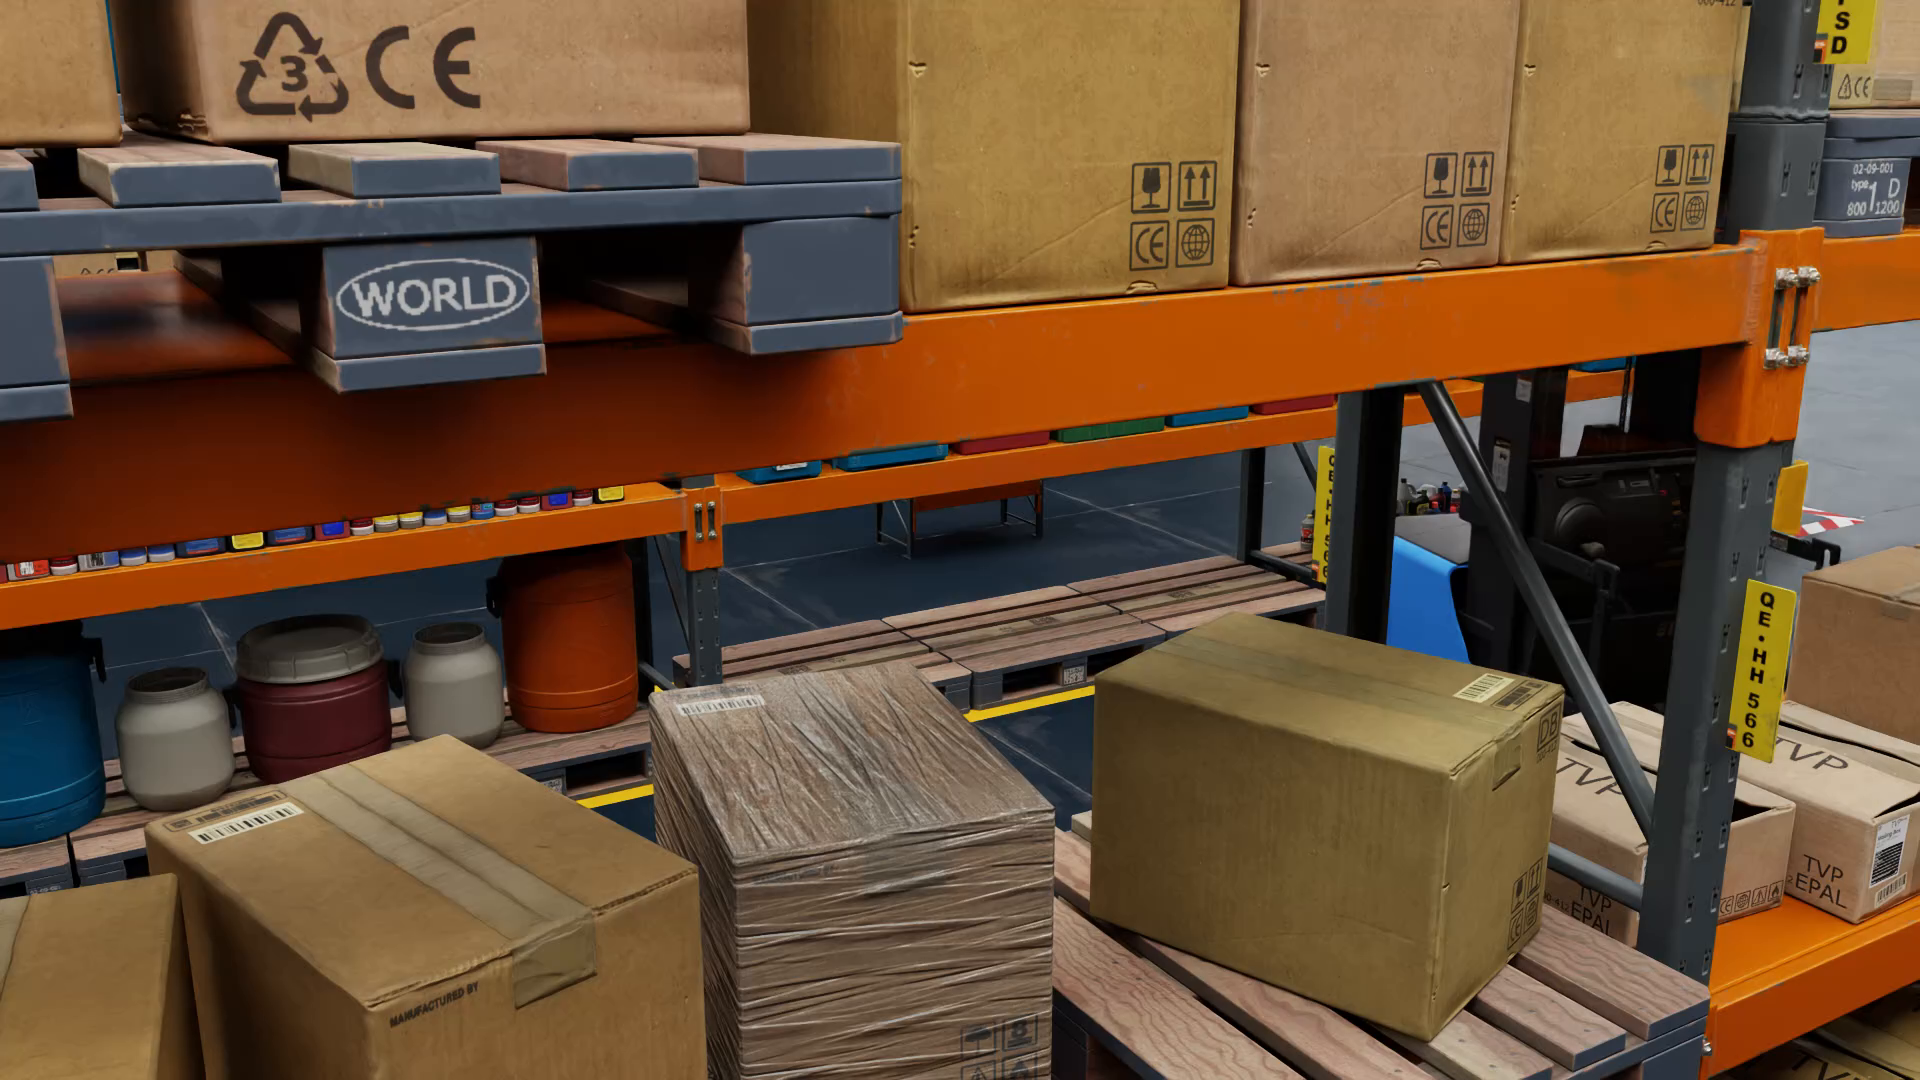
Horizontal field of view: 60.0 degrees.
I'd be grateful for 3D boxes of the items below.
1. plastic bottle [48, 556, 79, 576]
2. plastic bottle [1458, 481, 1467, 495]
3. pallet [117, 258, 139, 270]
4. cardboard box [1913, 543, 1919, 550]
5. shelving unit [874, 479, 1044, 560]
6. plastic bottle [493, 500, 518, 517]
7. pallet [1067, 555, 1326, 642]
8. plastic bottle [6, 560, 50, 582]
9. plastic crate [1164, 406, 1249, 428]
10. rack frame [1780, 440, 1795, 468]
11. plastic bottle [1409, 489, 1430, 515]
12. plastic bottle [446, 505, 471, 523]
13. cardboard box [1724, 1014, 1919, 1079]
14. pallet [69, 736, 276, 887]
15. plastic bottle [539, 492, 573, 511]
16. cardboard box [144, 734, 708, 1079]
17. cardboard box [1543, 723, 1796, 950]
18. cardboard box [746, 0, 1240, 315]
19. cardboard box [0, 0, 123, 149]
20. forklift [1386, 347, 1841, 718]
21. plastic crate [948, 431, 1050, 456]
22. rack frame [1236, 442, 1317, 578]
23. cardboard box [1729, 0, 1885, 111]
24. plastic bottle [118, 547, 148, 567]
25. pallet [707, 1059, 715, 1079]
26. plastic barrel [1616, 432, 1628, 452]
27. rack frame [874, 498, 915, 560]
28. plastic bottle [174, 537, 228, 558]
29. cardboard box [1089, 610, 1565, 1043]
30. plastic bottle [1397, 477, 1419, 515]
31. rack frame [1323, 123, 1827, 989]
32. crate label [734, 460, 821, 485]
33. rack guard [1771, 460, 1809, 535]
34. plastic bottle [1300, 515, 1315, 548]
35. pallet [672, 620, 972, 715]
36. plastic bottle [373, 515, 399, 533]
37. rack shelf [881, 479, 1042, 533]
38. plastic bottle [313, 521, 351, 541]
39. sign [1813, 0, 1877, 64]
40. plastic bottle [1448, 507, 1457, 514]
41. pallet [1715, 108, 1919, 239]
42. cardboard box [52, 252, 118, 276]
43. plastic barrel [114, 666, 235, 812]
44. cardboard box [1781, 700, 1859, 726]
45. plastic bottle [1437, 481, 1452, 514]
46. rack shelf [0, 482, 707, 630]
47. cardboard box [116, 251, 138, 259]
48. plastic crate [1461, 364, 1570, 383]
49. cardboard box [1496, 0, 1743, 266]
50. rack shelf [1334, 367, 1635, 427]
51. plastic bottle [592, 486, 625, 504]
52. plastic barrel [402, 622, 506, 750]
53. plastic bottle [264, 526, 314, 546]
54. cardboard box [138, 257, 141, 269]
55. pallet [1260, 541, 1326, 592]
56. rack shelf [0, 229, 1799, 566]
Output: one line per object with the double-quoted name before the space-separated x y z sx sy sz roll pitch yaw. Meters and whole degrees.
"plastic bottle" -3.320 0.023 6.139 0.097 0.201 0.097 0 16 0
"plastic bottle" 3.372 -0.283 11.101 0.097 0.271 0.097 0 16 0
"pallet" -8.085 -2.445 14.929 1.213 0.211 1.003 -9 18 -30
"cardboard box" 3.038 0.274 4.689 0.500 0.500 0.500 -9 18 -30
"shelving unit" -0.006 -0.541 11.255 1.048 1.125 0.538 -9 18 -30
"plastic bottle" -1.908 -0.206 6.956 0.097 0.201 0.097 0 16 0
"pallet" 1.385 0.391 9.625 1.213 0.211 1.003 -9 18 -30
"plastic bottle" -3.433 -0.003 6.094 0.135 0.276 0.152 -9 18 -30
"plastic crate" 1.252 -0.837 8.868 0.575 0.384 0.392 -9 18 -30
"rack frame" 5.467 -1.626 11.654 0.127 3.000 1.000 -9 18 -30
"plastic bottle" 2.958 -0.182 10.718 0.133 0.283 0.061 -9 18 -30
"plastic bottle" -2.074 -0.179 6.859 0.097 0.201 0.097 0 16 0
"cardboard box" 2.203 1.404 4.120 0.500 0.311 0.500 -10 18 -31
"pallet" -3.090 1.116 7.036 1.213 0.211 1.003 -9 18 -30
"plastic bottle" -1.716 -0.271 7.035 0.133 0.283 0.061 -9 18 -30
"cardboard box" -0.789 0.678 2.470 0.700 0.500 0.500 15 21 42
"cardboard box" 1.491 0.635 3.753 0.500 0.311 0.500 -8 18 -26
"cardboard box" -0.083 -0.648 2.423 0.500 0.500 0.910 -9 18 -30
"cardboard box" -1.241 -0.705 1.663 0.600 0.600 0.600 -9 18 -30
"forklift" 2.757 -0.124 6.422 1.130 2.935 3.031 -5 16 -17
"plastic crate" 0.152 -0.699 8.227 0.583 0.464 0.402 -9 18 -30
"rack frame" 2.038 -1.070 9.670 0.127 3.000 1.000 -9 18 -30
"cardboard box" 1.517 -1.018 3.426 0.500 0.250 0.500 -11 19 -34
"plastic bottle" -3.121 -0.043 6.244 0.097 0.271 0.097 0 16 0
"pallet" -0.508 0.996 2.654 1.213 0.211 1.003 -9 18 -30
"plastic barrel" 4.512 -0.452 11.295 0.421 0.512 0.421 0 16 0
"rack frame" -0.442 -0.470 11.003 0.032 1.125 0.500 -9 18 -30
"plastic bottle" -2.928 -0.120 6.371 0.185 0.351 0.144 -9 18 -30
"cardboard box" 0.675 0.496 3.121 0.700 0.500 0.500 13 20 38
"plastic bottle" 2.883 -0.234 10.781 0.185 0.351 0.144 -9 18 -30
"rack frame" 1.157 0.632 3.596 0.127 3.000 1.000 -9 18 -30
"crate label" -0.837 -0.405 7.609 0.416 0.233 0.303 -9 18 -30
"rack guard" 5.426 -0.401 11.914 0.348 0.500 1.175 -9 18 -30
"plastic bottle" 2.188 -0.057 10.425 0.097 0.201 0.097 0 16 0
"pallet" -0.707 0.730 8.415 1.213 0.211 1.003 -9 18 -30
"plastic bottle" -2.325 -0.138 6.714 0.097 0.201 0.097 0 16 0
"rack shelf" -0.006 -0.305 11.321 1.000 0.278 0.538 -9 18 -30
"plastic bottle" -2.498 -0.144 6.583 0.133 0.283 0.061 -9 18 -30
"sign" 1.435 -0.935 2.673 0.005 0.325 0.100 -9 18 -30
"plastic bottle" 2.943 -0.023 10.026 0.185 0.351 0.144 -9 18 -28
"pallet" 1.693 -0.836 3.627 1.003 0.211 1.213 -8 18 -27
"cardboard box" -5.708 -1.909 10.618 0.637 0.503 0.797 -9 18 -28
"plastic barrel" -3.208 0.810 6.795 0.421 0.512 0.421 0 16 0
"cardboard box" 2.221 0.563 4.309 0.250 0.149 0.380 -8 17 -26
"plastic bottle" 3.199 -0.255 11.001 0.097 0.271 0.097 0 16 0
"rack shelf" -3.105 0.110 6.792 4.000 0.370 1.077 -9 18 -30
"cardboard box" -7.475 -2.586 14.767 0.250 0.149 0.380 -10 19 -32
"plastic crate" 3.347 -1.091 10.139 0.662 0.188 0.450 -9 18 -30
"cardboard box" 0.800 -0.792 2.934 0.500 0.500 0.910 -9 18 -30
"rack shelf" 3.752 -1.002 10.759 4.000 0.370 1.077 -9 18 -30
"plastic bottle" -1.518 -0.303 7.150 0.133 0.283 0.061 -9 18 -30
"plastic barrel" -2.240 0.653 7.355 0.421 0.512 0.421 0 16 0
"plastic bottle" -2.656 -0.164 6.529 0.185 0.351 0.144 -9 18 -30
"cardboard box" -9.680 -3.055 19.910 0.875 0.875 0.875 -9 18 -30
"pallet" 2.635 0.189 10.345 1.213 0.211 1.003 -9 18 -30
"rack shelf" -0.558 -0.187 2.297 4.000 0.370 1.077 -9 18 -30
